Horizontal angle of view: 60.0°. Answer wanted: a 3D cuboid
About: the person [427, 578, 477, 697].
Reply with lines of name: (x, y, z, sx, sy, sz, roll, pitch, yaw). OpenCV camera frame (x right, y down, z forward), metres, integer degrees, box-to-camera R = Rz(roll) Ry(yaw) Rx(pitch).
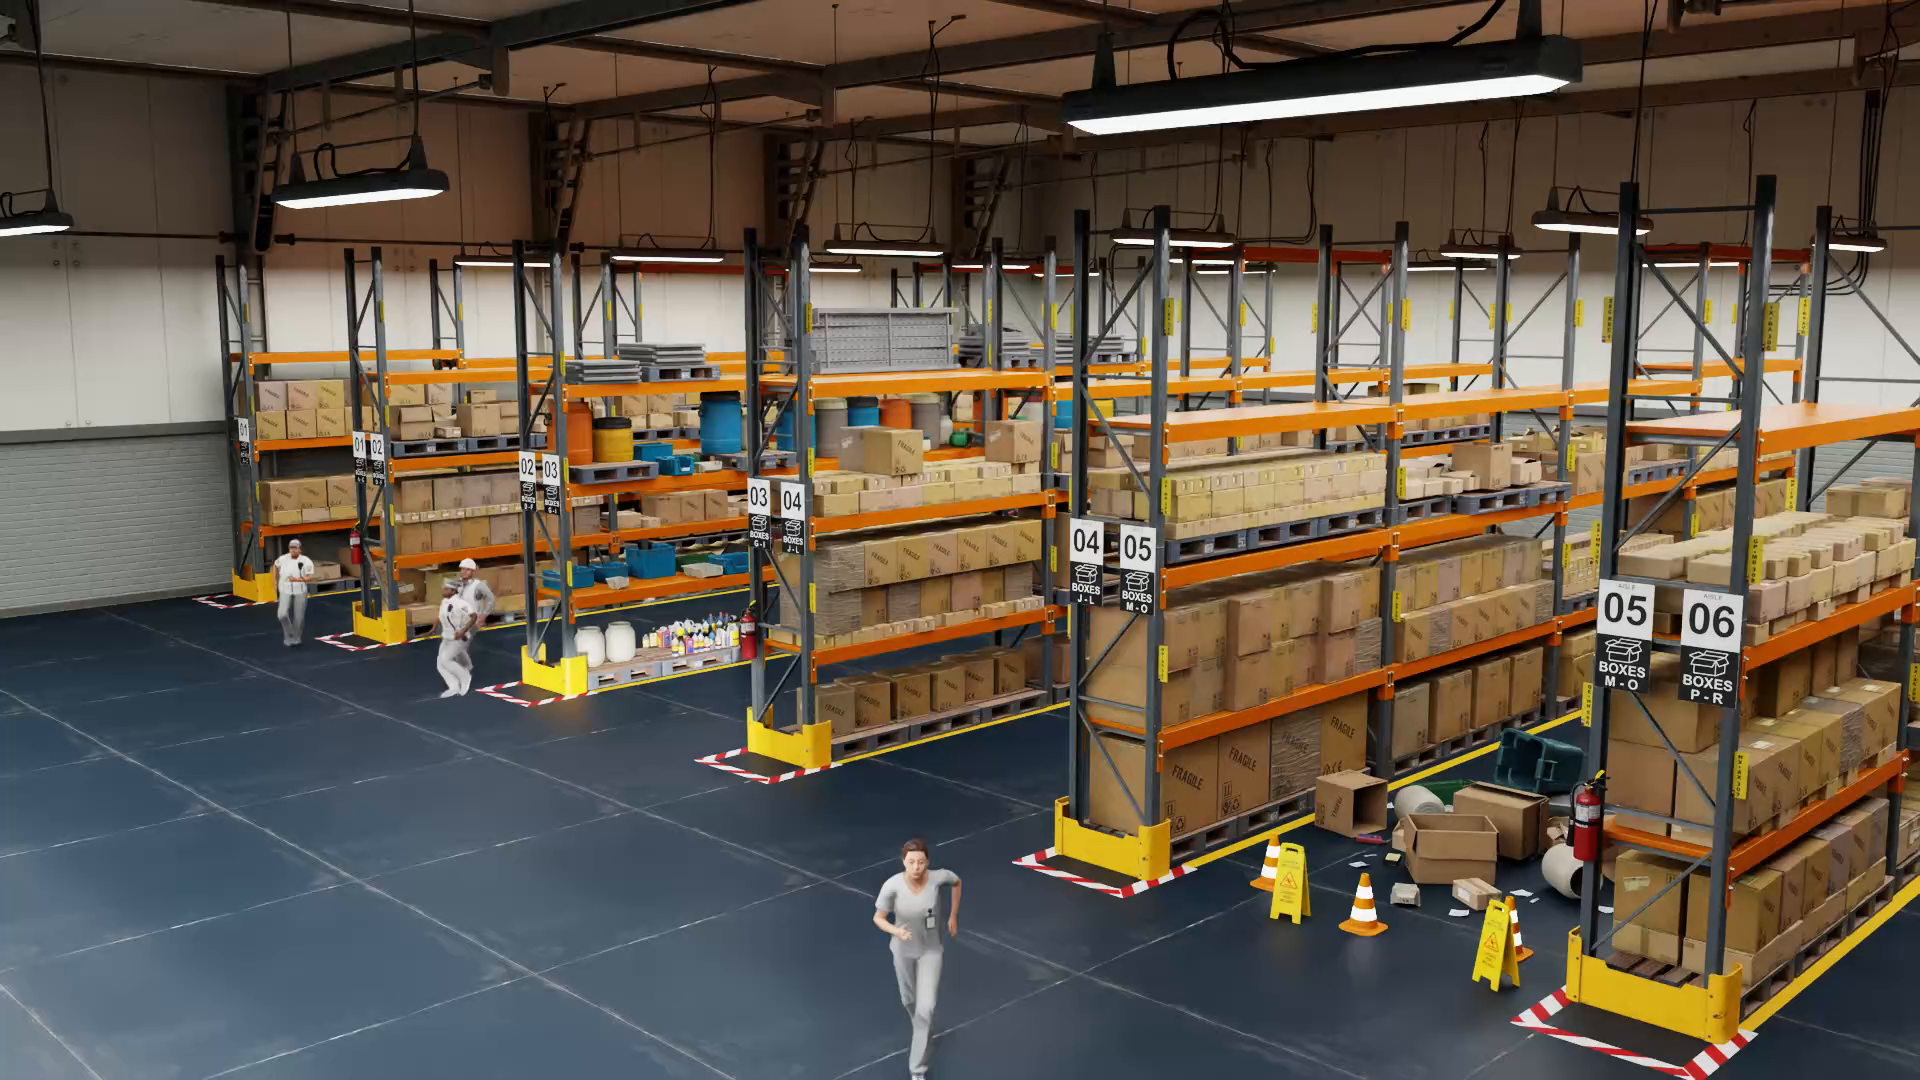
person: (-6.685, 1.293, 21.805, 0.643, 1.634, 0.584, 5, 10, 33)

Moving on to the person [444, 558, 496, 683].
person: (-6.749, 1.105, 22.678, 0.714, 1.719, 0.604, 3, 9, 20)

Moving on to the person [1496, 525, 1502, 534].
person: (8.651, 0.559, 26.897, 0.528, 1.627, 0.845, 7, 11, 40)

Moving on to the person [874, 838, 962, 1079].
person: (-0.278, 2.795, 11.208, 0.581, 1.715, 0.902, 0, 8, 1)

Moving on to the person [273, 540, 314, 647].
person: (-10.057, 0.813, 25.103, 0.612, 1.622, 0.620, -2, 8, -15)
